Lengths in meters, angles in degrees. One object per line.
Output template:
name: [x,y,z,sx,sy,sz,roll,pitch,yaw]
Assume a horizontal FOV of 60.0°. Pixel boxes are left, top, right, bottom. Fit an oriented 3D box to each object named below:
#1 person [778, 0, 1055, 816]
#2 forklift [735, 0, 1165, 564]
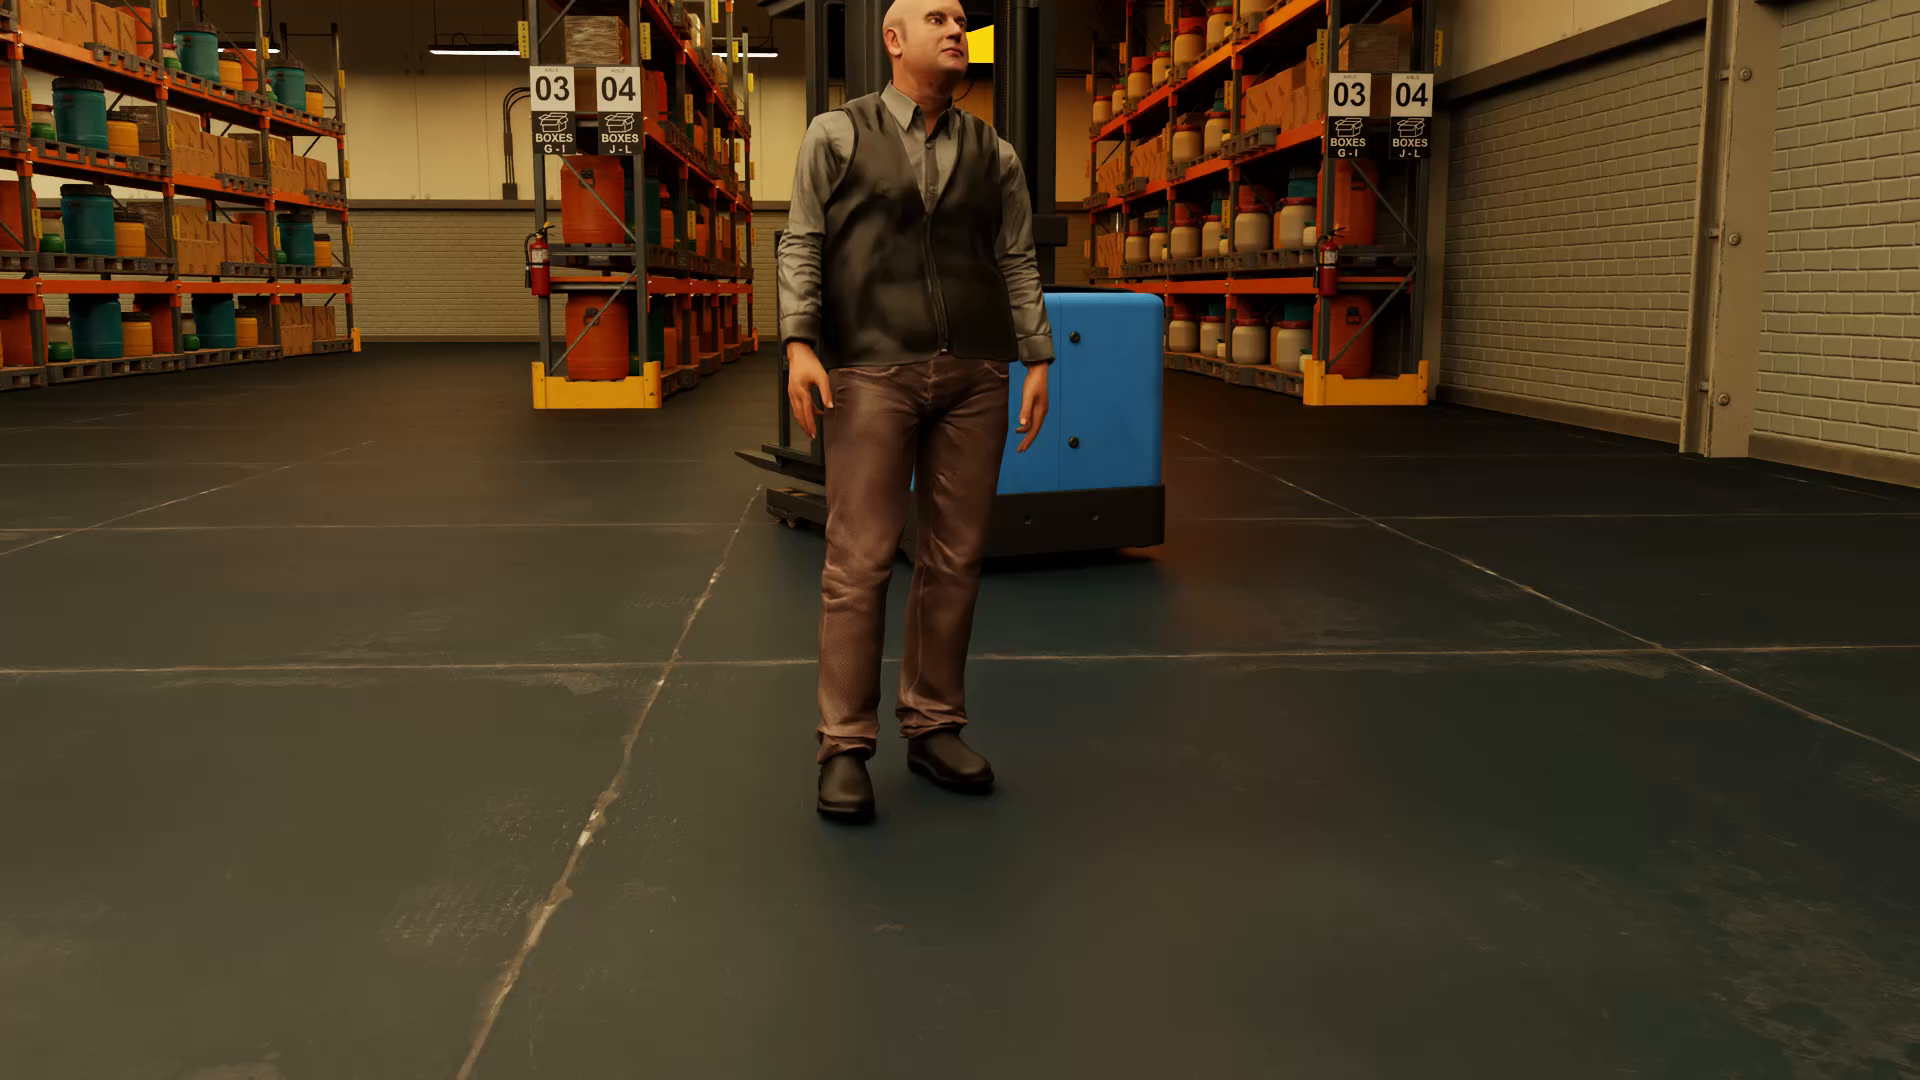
person: [-0.069,-0.326,3.594,0.631,1.720,0.568,-3,9,-21]
forklift: [-0.264,-1.530,7.637,1.130,2.935,3.031,-4,9,-25]
